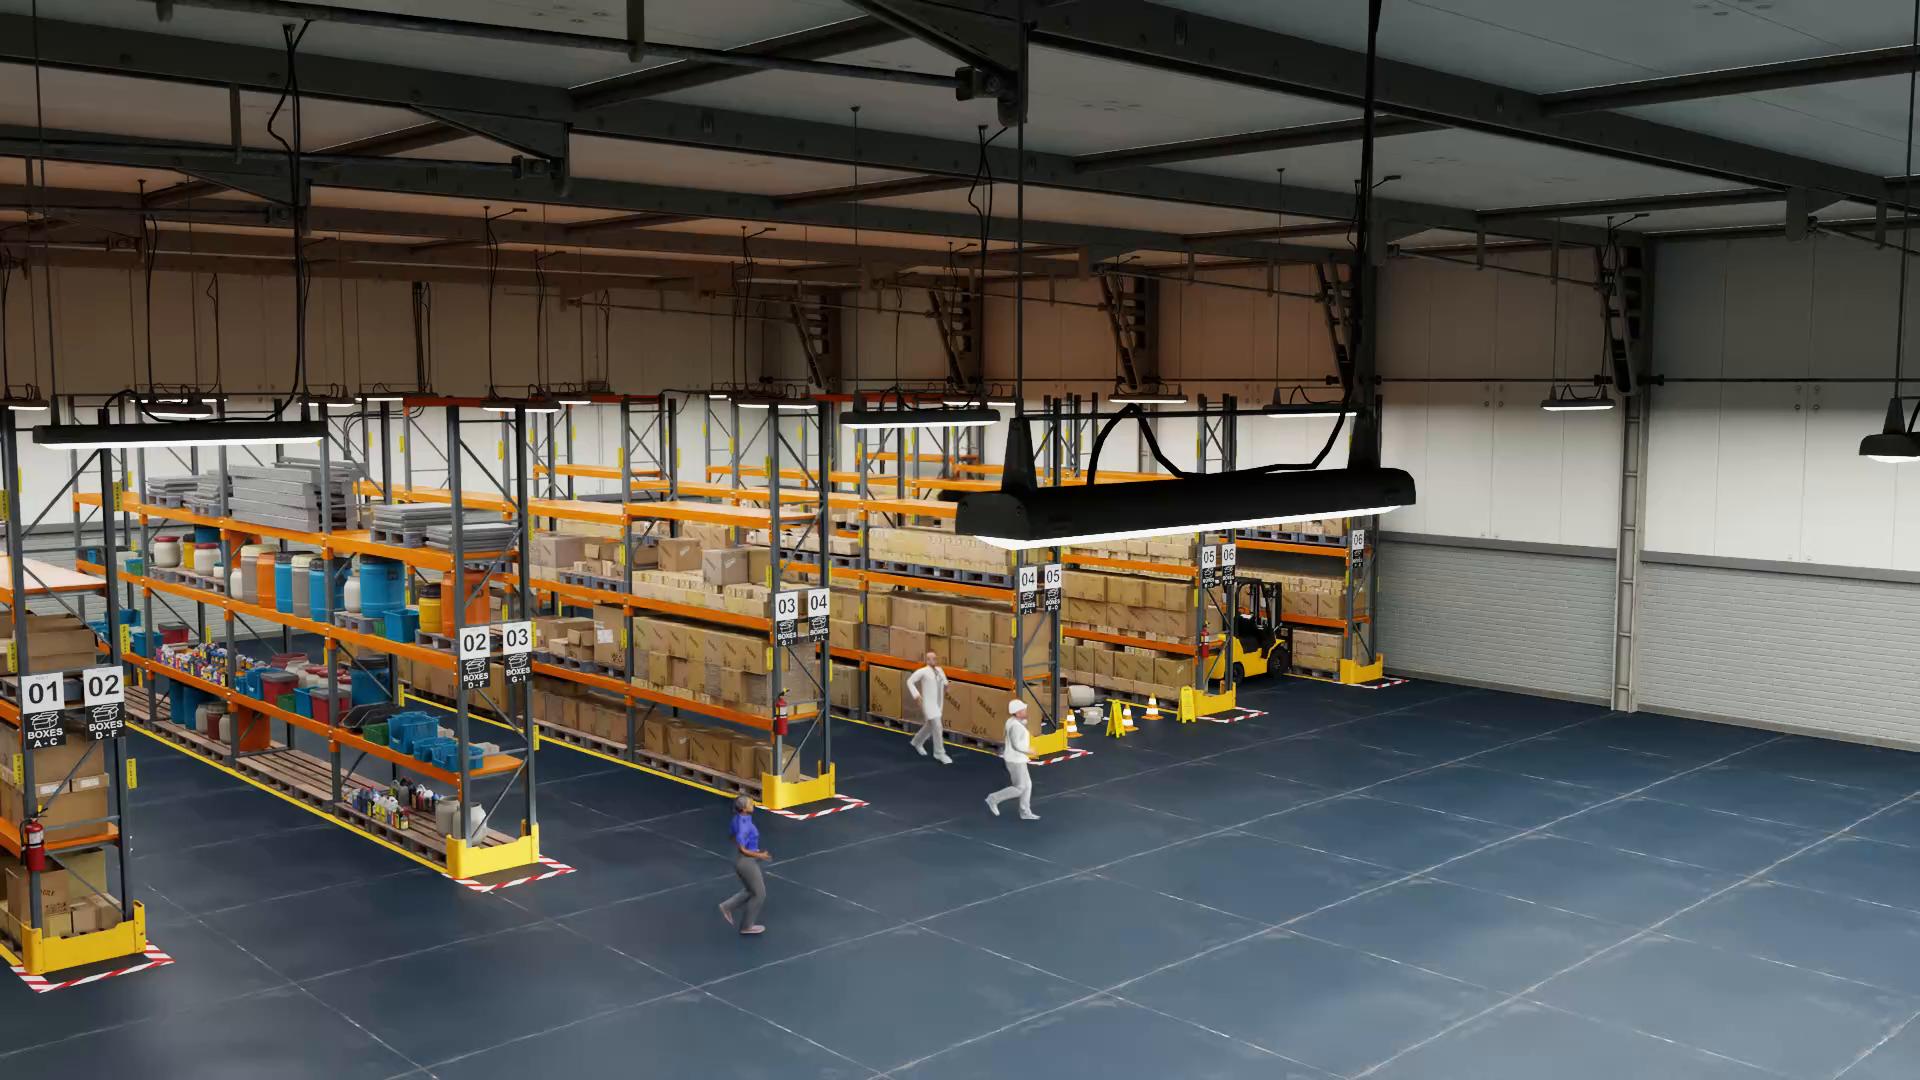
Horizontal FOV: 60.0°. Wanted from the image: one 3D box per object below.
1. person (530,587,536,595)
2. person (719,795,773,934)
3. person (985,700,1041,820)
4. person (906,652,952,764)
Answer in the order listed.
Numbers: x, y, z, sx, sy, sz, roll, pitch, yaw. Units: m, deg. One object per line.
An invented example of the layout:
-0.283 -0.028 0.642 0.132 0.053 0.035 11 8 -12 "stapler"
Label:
-10.636 1.618 40.655 0.818 1.551 0.602 -2 6 -21 "person"
-2.441 3.698 18.972 0.562 1.604 0.573 -2 6 -16 "person"
0.756 3.165 23.877 0.821 1.769 0.669 0 6 -5 "person"
-0.476 2.752 27.620 0.981 1.796 0.697 4 7 37 "person"
